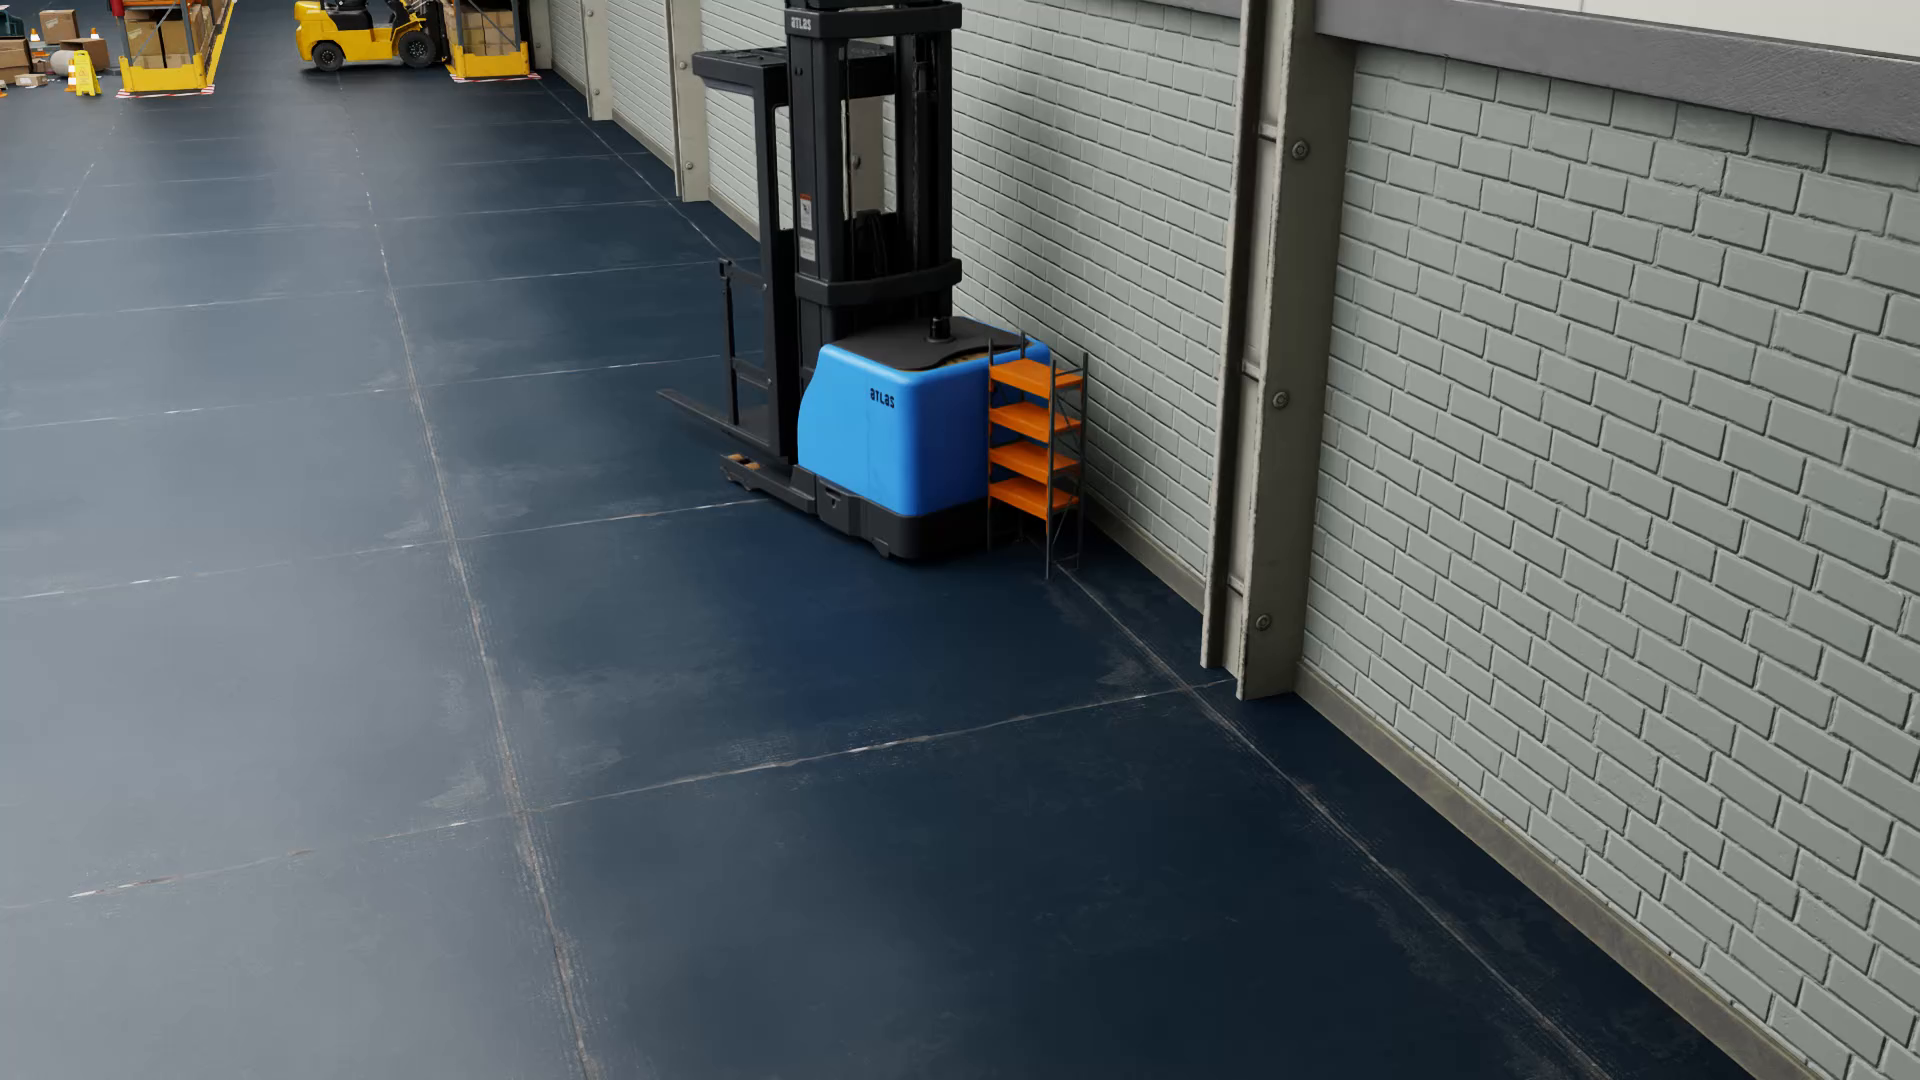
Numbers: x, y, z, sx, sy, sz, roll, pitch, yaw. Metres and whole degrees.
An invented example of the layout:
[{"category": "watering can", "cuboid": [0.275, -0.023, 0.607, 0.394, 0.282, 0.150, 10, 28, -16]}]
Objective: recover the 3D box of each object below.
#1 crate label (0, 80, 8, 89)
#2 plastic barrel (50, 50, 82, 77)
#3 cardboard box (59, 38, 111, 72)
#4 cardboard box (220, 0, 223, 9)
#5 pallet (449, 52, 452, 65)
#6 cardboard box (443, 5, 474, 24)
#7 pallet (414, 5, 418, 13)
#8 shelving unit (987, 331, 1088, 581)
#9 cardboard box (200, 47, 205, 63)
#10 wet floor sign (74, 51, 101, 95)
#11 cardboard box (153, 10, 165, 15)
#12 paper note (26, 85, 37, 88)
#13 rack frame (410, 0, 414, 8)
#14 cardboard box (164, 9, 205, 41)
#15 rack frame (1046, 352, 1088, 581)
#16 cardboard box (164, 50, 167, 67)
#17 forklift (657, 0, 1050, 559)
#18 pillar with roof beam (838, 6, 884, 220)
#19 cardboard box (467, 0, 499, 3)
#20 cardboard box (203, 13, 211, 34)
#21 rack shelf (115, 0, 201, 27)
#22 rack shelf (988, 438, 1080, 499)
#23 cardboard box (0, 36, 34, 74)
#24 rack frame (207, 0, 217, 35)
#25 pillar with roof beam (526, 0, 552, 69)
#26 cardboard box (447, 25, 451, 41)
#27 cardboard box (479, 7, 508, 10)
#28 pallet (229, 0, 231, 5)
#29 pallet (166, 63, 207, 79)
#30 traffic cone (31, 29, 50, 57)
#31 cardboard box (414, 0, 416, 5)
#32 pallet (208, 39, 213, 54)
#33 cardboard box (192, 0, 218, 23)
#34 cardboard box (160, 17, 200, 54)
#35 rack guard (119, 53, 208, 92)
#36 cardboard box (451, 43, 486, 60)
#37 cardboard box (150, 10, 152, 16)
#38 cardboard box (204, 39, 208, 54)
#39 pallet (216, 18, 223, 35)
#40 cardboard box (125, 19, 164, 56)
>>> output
[{"category": "crate label", "cuboid": [-14.983, -7.070, 25.848, 0.298, 0.136, 0.250, 18, 29, 36]}, {"category": "plastic barrel", "cuboid": [-14.517, -7.764, 27.126, 0.512, 0.421, 0.421, 8, 24, 18]}, {"category": "cardboard box", "cuboid": [-14.678, -8.135, 27.905, 0.500, 0.500, 0.500, 8, 24, 18]}, {"category": "cardboard box", "cuboid": [-16.316, -11.769, 35.506, 0.875, 0.875, 0.875, -8, 24, -17]}, {"category": "pallet", "cuboid": [-8.465, -8.521, 29.194, 1.003, 0.211, 1.213, -8, 24, -19]}, {"category": "cardboard box", "cuboid": [-8.556, -8.969, 28.381, 0.500, 0.250, 0.500, -8, 24, -18]}, {"category": "pallet", "cuboid": [-11.645, -11.876, 37.155, 1.003, 0.211, 1.213, -8, 24, -19]}, {"category": "shelving unit", "cuboid": [0.400, -0.444, 8.759, 0.258, 1.200, 0.503, -17, 28, -35]}, {"category": "cardboard box", "cuboid": [-12.570, -7.853, 27.019, 0.500, 0.250, 0.500, -7, 24, -17]}, {"category": "wet floor sign", "cuboid": [-13.304, -7.108, 25.283, 0.267, 0.644, 0.232, 0, 23, -1]}, {"category": "cardboard box", "cuboid": [-13.446, -8.501, 27.592, 0.500, 0.500, 0.500, -7, 24, -16]}, {"category": "paper note", "cuboid": [-14.567, -7.111, 26.082, 0.148, 0.019, 0.142, -18, 29, -37]}, {"category": "rack frame", "cuboid": [-11.967, -13.451, 37.302, 1.000, 3.000, 0.127, -8, 24, -19]}, {"category": "cardboard box", "cuboid": [-12.961, -8.586, 27.793, 0.500, 0.500, 0.500, -7, 24, -16]}, {"category": "rack frame", "cuboid": [0.552, -0.370, 8.583, 0.240, 1.200, 0.015, -17, 28, -35]}, {"category": "cardboard box", "cuboid": [-13.083, -7.781, 26.849, 0.500, 0.250, 0.500, -8, 24, -19]}, {"category": "forklift", "cuboid": [-0.803, -1.753, 9.636, 1.130, 2.935, 3.031, -17, 28, -35]}, {"category": "pillar with roof beam", "cuboid": [-4.800, -5.101, 9.767, 9.100, 9.000, 0.400, -8, 24, -19]}, {"category": "cardboard box", "cuboid": [-8.427, -9.412, 29.430, 0.500, 0.250, 0.500, -8, 24, -19]}, {"category": "cardboard box", "cuboid": [-14.476, -9.548, 30.884, 0.950, 0.372, 0.625, -8, 24, -17]}, {"category": "rack shelf", "cuboid": [-13.077, -8.804, 27.202, 1.077, 0.370, 4.000, -8, 24, -19]}, {"category": "rack shelf", "cuboid": [0.400, -0.382, 8.785, 0.258, 0.148, 0.480, -17, 28, -35]}, {"category": "cardboard box", "cuboid": [-15.698, -7.950, 27.290, 0.797, 0.637, 0.503, -8, 24, -19]}, {"category": "rack frame", "cuboid": [-15.197, -11.315, 32.235, 1.000, 3.000, 0.127, -8, 24, -19]}, {"category": "pillar with roof beam", "cuboid": [-11.158, -11.642, 25.284, 9.100, 9.000, 0.400, -8, 24, -19]}, {"category": "cardboard box", "cuboid": [-8.360, -8.566, 28.066, 0.500, 0.250, 0.500, -9, 24, -20]}, {"category": "cardboard box", "cuboid": [-7.901, -8.860, 28.121, 0.500, 0.250, 0.500, -8, 24, -19]}, {"category": "pallet", "cuboid": [-17.667, -12.657, 39.009, 1.003, 0.211, 1.213, -8, 24, -19]}, {"category": "pallet", "cuboid": [-12.651, -7.451, 26.657, 1.003, 0.211, 1.213, -8, 24, -19]}, {"category": "traffic cone", "cuboid": [-16.569, -8.920, 29.817, 0.336, 0.463, 0.334, -8, 24, -19]}, {"category": "cardboard box", "cuboid": [-11.810, -12.094, 36.760, 0.500, 0.500, 0.500, -9, 24, -20]}, {"category": "pallet", "cuboid": [-14.060, -8.860, 29.999, 1.003, 0.211, 1.213, -8, 24, -19]}, {"category": "cardboard box", "cuboid": [-15.363, -10.792, 33.188, 0.875, 0.875, 0.875, -9, 24, -19]}, {"category": "cardboard box", "cuboid": [-12.406, -8.020, 26.451, 0.500, 0.500, 0.500, -9, 25, -21]}, {"category": "rack guard", "cuboid": [-12.397, -7.284, 25.889, 1.175, 0.500, 0.348, -8, 24, -19]}, {"category": "cardboard box", "cuboid": [-8.190, -8.145, 27.712, 0.500, 0.250, 0.500, -8, 24, -19]}, {"category": "cardboard box", "cuboid": [-13.176, -8.451, 26.637, 0.380, 0.149, 0.250, -8, 24, -18]}, {"category": "cardboard box", "cuboid": [-13.126, -8.418, 28.361, 0.500, 0.250, 0.500, -9, 24, -20]}, {"category": "pallet", "cuboid": [-15.405, -10.327, 33.481, 1.003, 0.211, 1.213, -8, 24, -19]}, {"category": "cardboard box", "cuboid": [-12.897, -7.936, 26.251, 0.500, 0.500, 0.500, -8, 24, -19]}]
